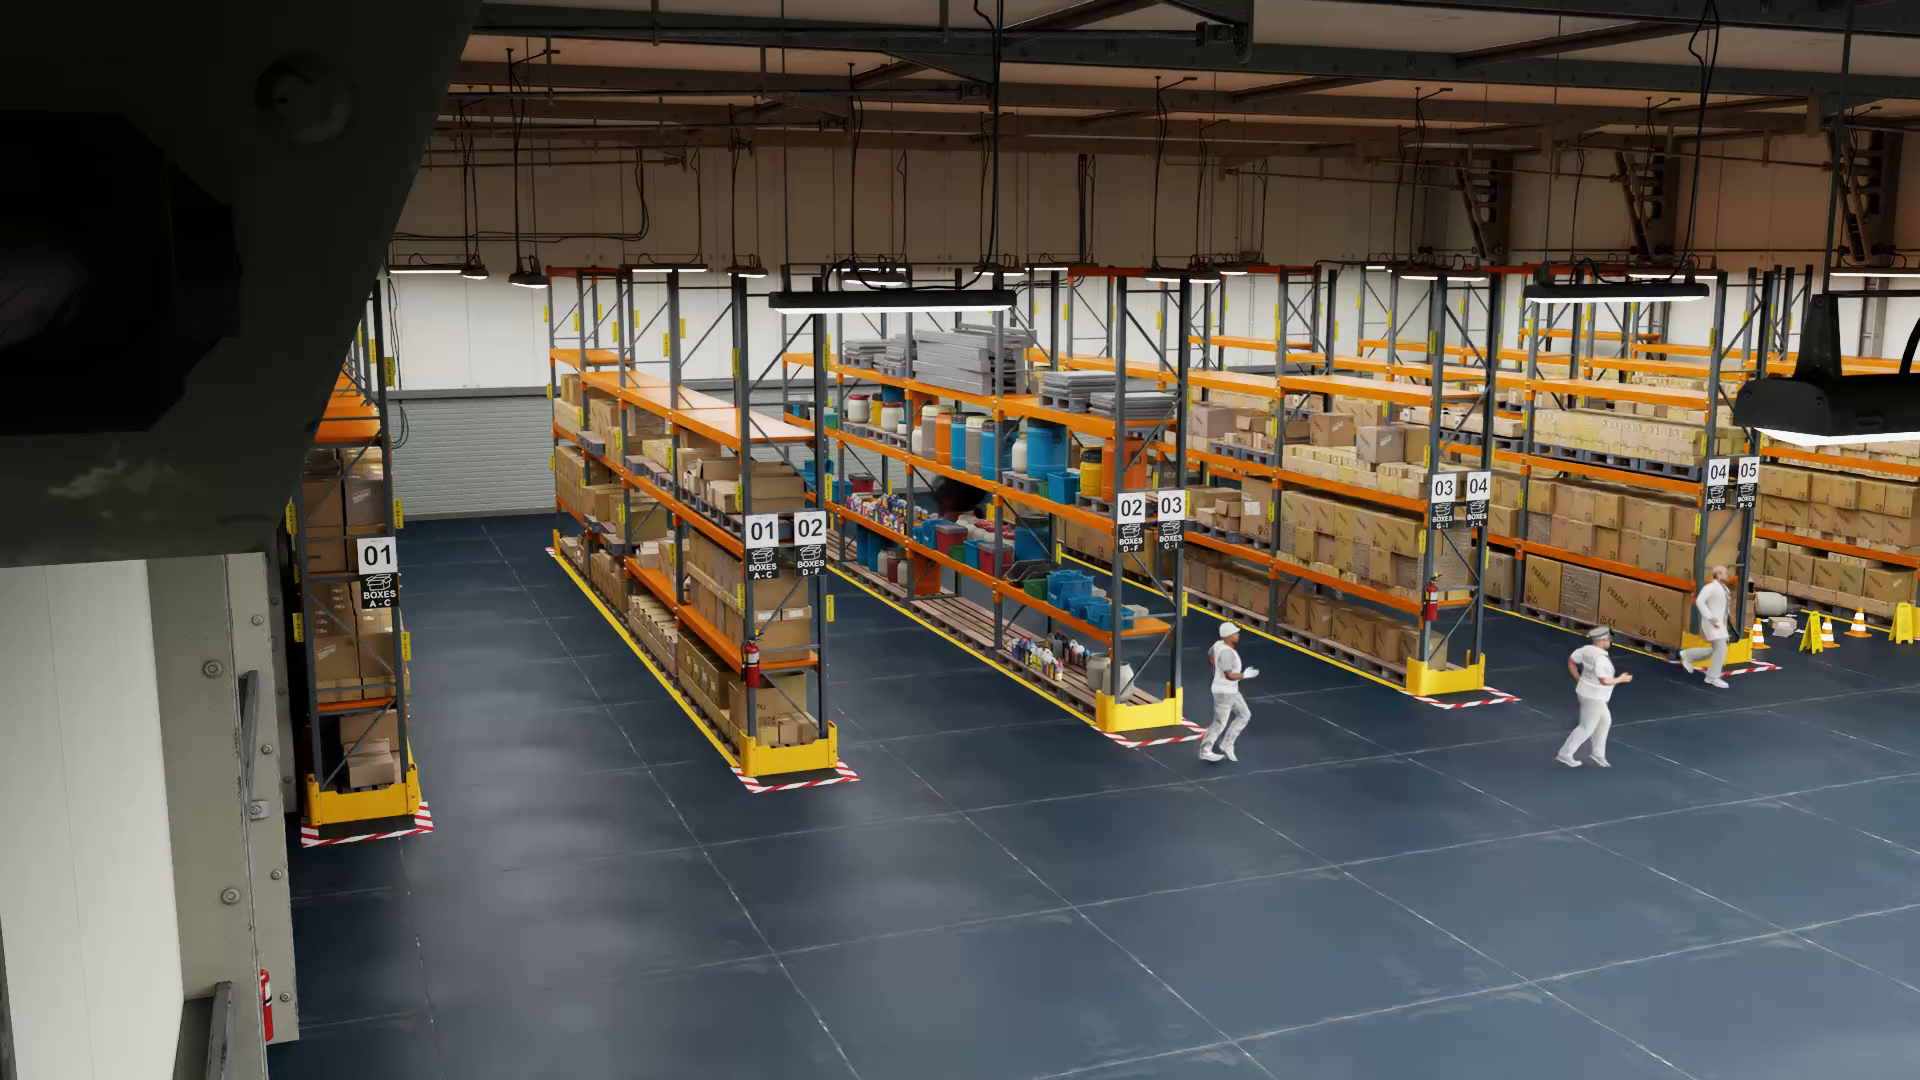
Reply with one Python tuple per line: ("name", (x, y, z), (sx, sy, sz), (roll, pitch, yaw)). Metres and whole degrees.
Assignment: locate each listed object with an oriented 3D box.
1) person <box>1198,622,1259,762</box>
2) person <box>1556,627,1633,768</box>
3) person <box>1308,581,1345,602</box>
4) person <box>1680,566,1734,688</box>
("person", (3.353, 1.907, 20.666), (0.714, 1.809, 0.698), (2, 10, 14))
("person", (7.769, 1.965, 20.390), (0.849, 1.847, 0.609), (1, 10, 5))
("person", (6.732, 0.203, 30.386), (0.628, 1.815, 0.841), (-5, 11, -27))
("person", (11.140, 1.251, 24.578), (0.763, 1.743, 0.728), (-10, 14, -44))
